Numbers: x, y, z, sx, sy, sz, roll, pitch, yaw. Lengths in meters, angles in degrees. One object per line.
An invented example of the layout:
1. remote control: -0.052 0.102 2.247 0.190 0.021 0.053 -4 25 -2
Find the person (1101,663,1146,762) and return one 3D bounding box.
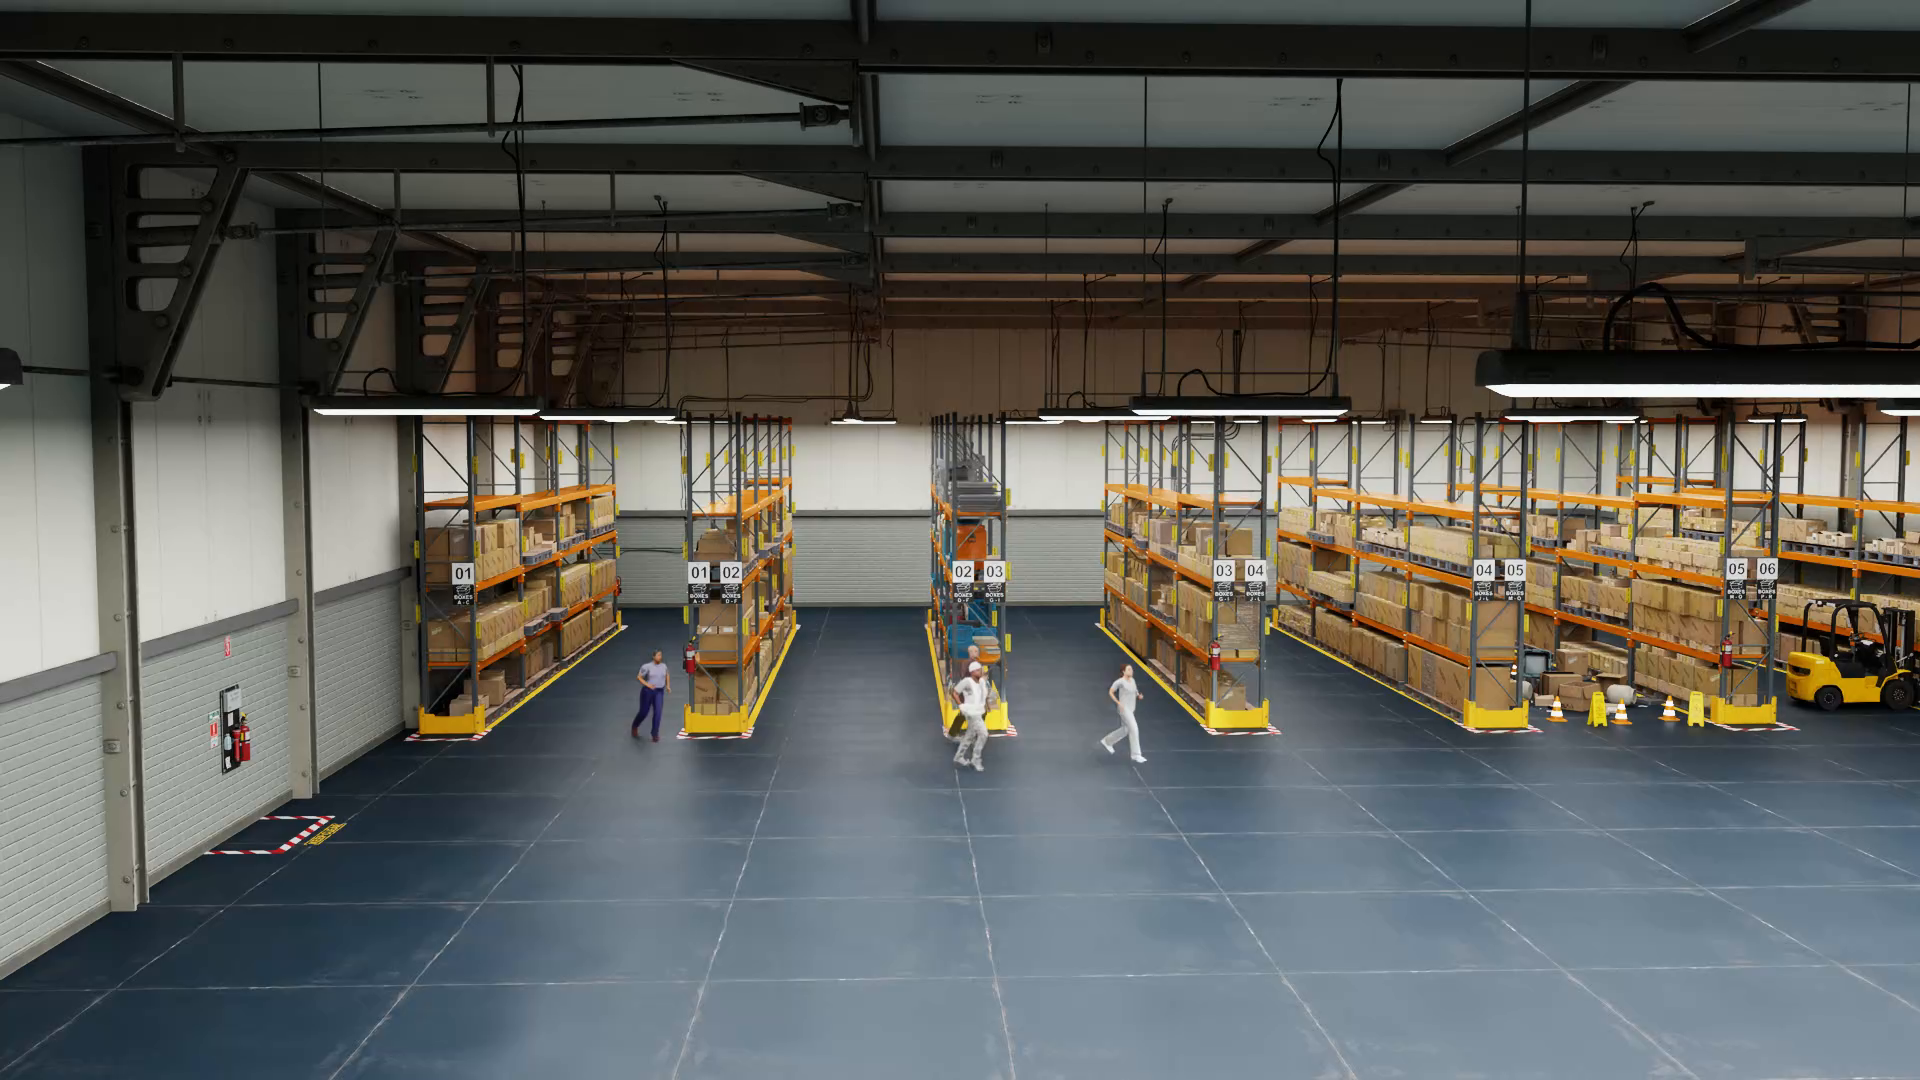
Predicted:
1. person: 2.840 2.941 28.622 0.891 1.681 0.558 3 5 36

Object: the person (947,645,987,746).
1. person: 0.197 2.816 29.989 0.805 1.838 0.706 3 5 34

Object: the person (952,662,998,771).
1. person: 0.255 2.953 27.868 0.762 1.843 0.644 2 4 25

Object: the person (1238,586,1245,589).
1. person: 7.811 1.639 47.398 0.698 1.807 0.716 2 4 23

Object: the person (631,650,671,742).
1. person: -5.601 2.829 30.498 0.692 1.635 0.854 -3 5 -34
